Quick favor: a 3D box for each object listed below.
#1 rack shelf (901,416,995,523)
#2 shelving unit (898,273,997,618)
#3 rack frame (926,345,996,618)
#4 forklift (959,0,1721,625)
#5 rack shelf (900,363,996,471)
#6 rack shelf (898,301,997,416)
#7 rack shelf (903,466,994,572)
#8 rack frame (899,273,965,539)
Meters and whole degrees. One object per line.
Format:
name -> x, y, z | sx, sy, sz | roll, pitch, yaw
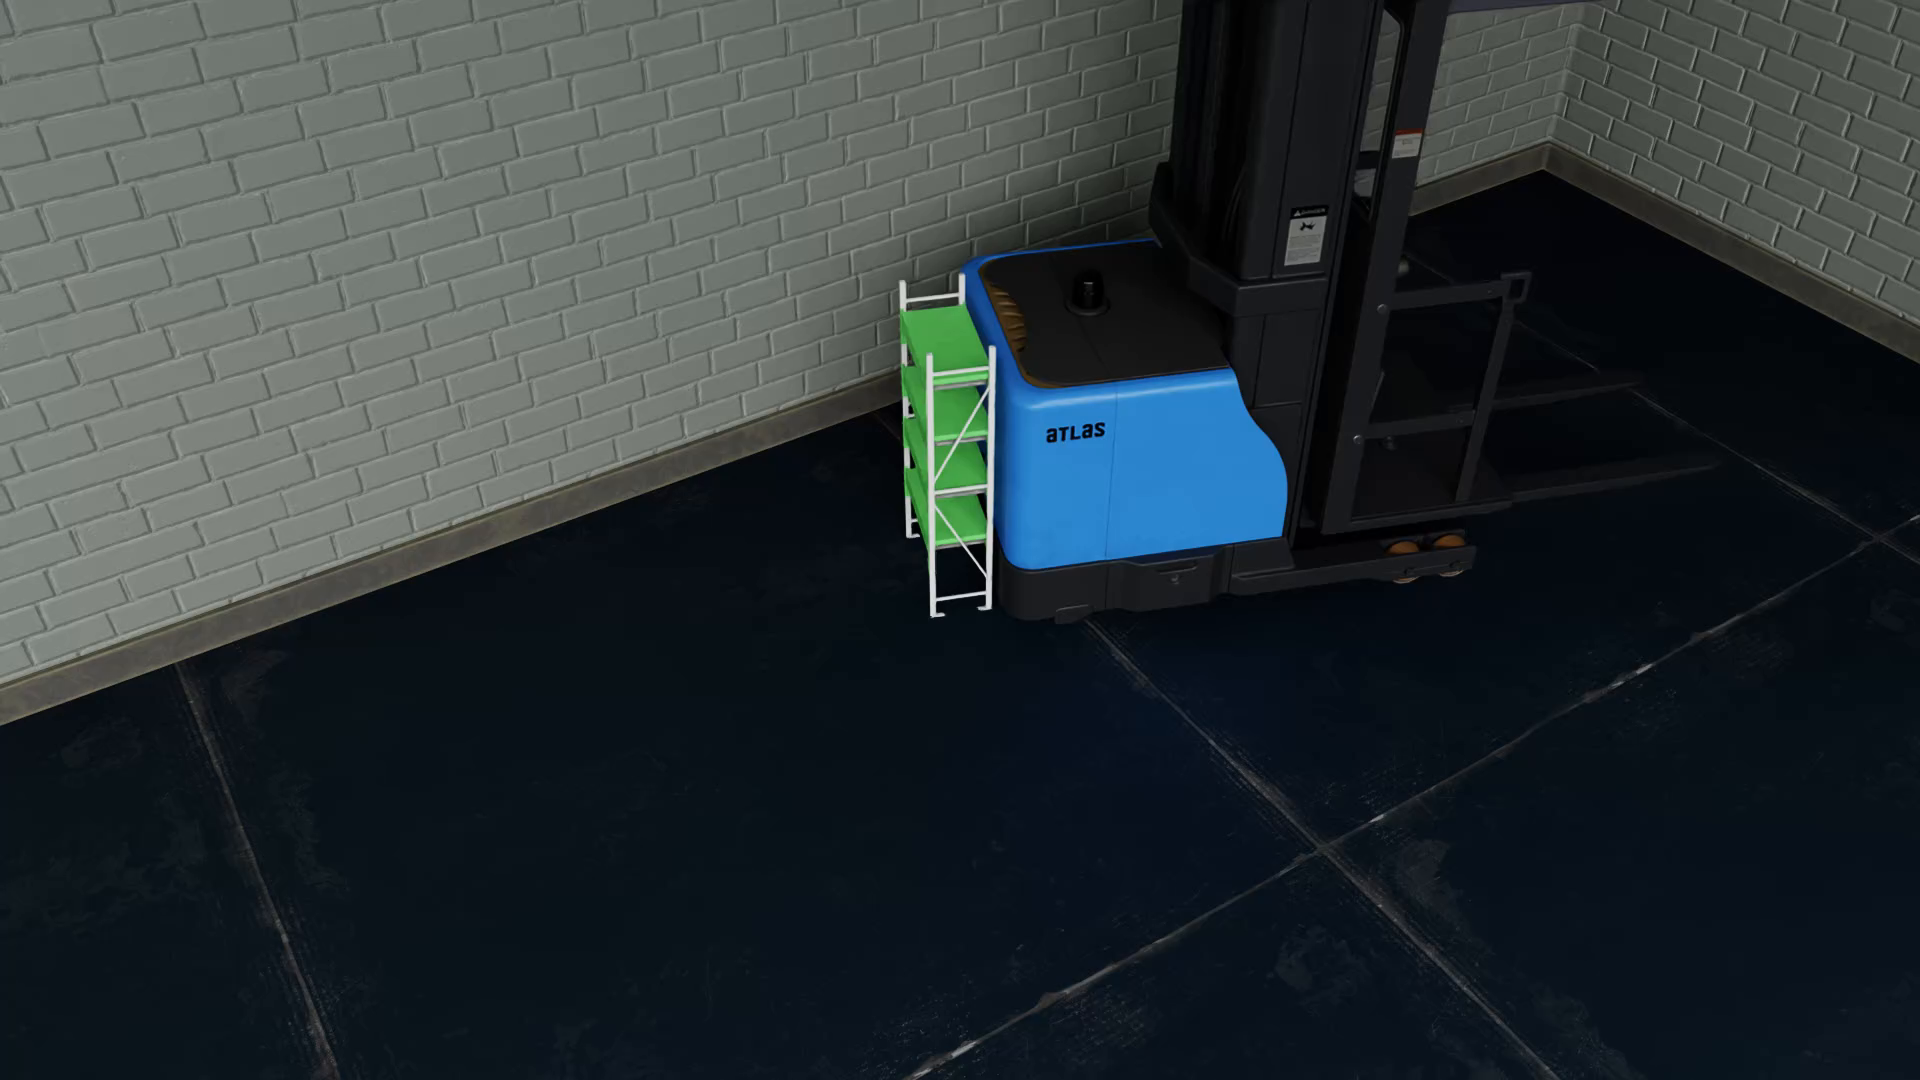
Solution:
rack shelf -> -0.049, -0.286, 6.256 | 0.258, 0.148, 0.480 | -8, 40, -9
shelving unit -> -0.049, -0.335, 6.215 | 0.258, 1.200, 0.503 | -8, 40, -9
rack frame -> 0.003, -0.183, 6.032 | 0.240, 1.200, 0.015 | -8, 40, -9
forklift -> 1.555, -1.280, 5.997 | 3.031, 2.935, 1.130 | -8, 40, -9
rack shelf -> -0.049, -0.470, 6.102 | 0.258, 0.148, 0.480 | -8, 40, -9
rack shelf -> -0.049, -0.655, 5.949 | 0.258, 0.148, 0.480 | -8, 40, -9
rack shelf -> -0.049, -0.102, 6.409 | 0.258, 0.148, 0.480 | -8, 40, -9
rack frame -> -0.101, -0.488, 6.398 | 0.240, 1.200, 0.015 | -8, 40, -9
